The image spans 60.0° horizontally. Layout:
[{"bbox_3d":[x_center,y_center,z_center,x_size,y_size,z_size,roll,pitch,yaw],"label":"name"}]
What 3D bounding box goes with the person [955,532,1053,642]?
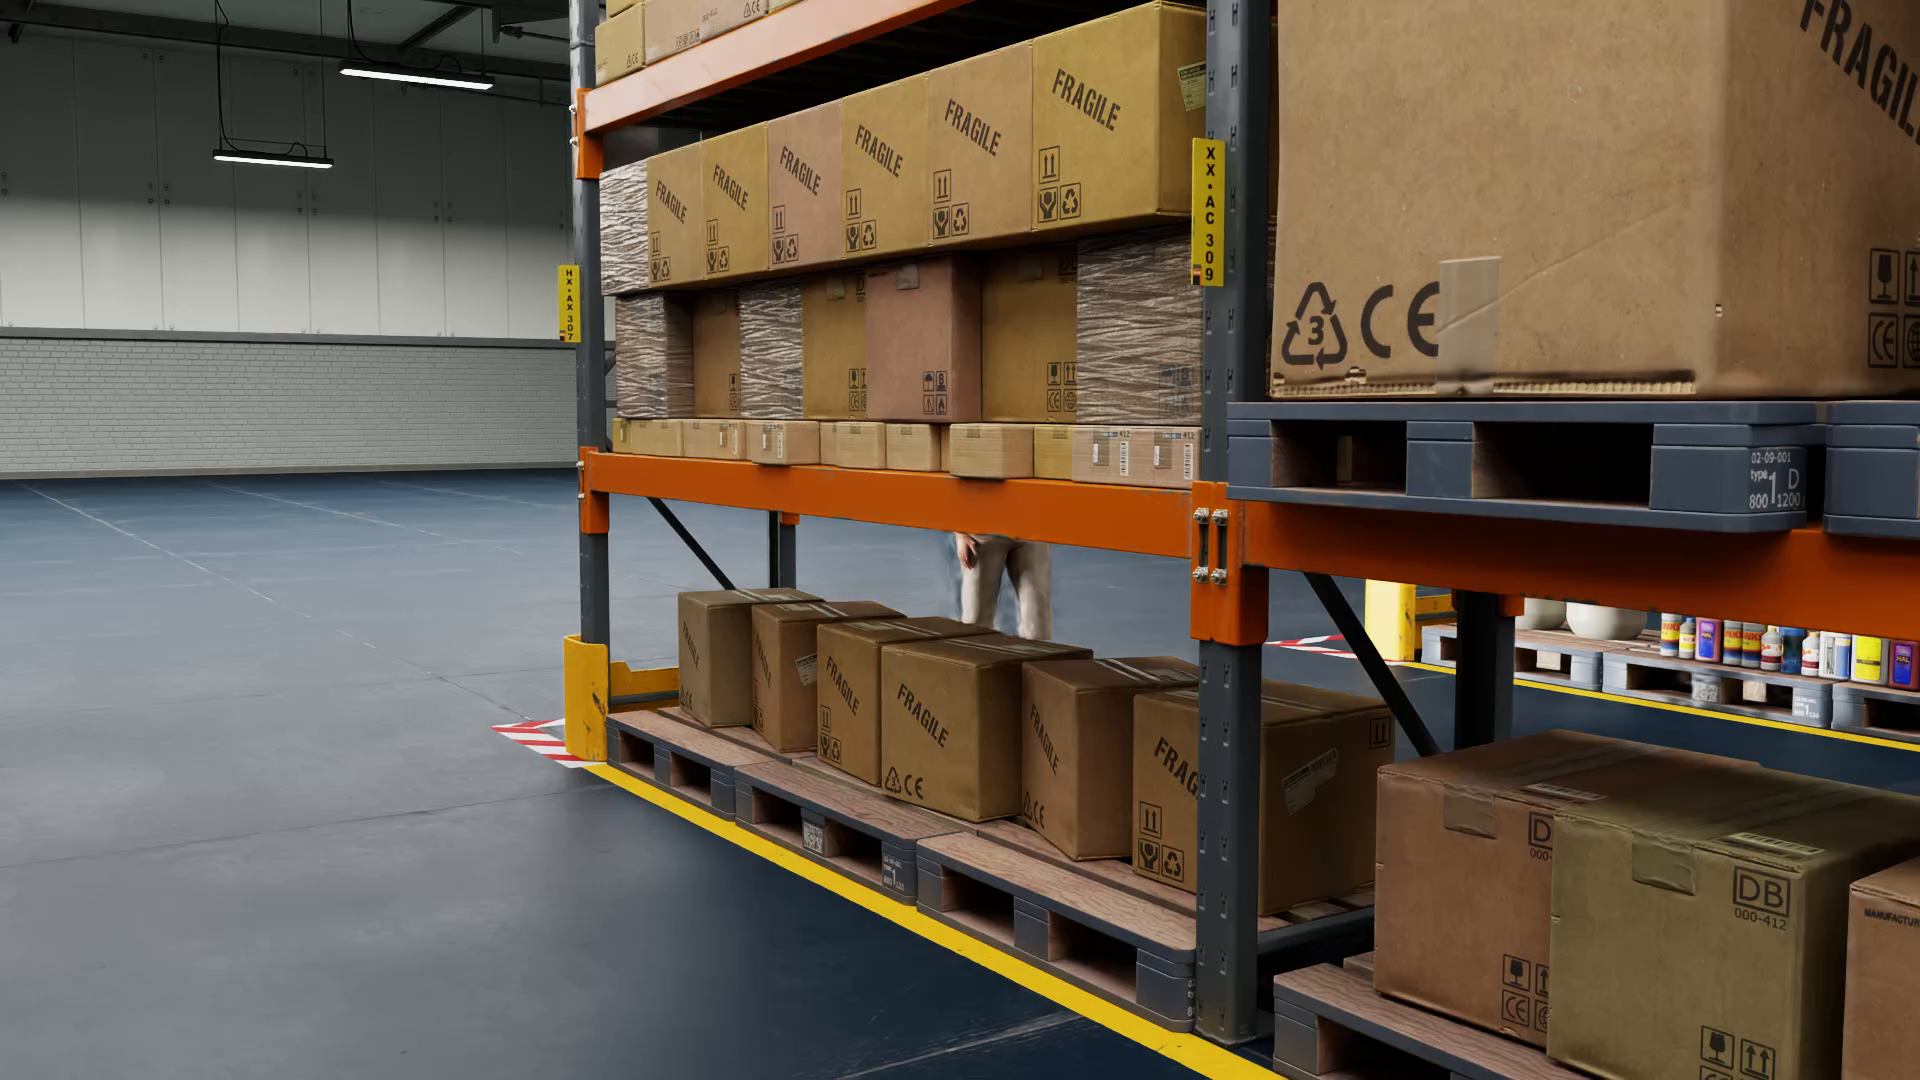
[{"bbox_3d":[0.235,-0.026,8.078,0.533,1.716,0.665,-2,5,-18],"label":"person"}]
